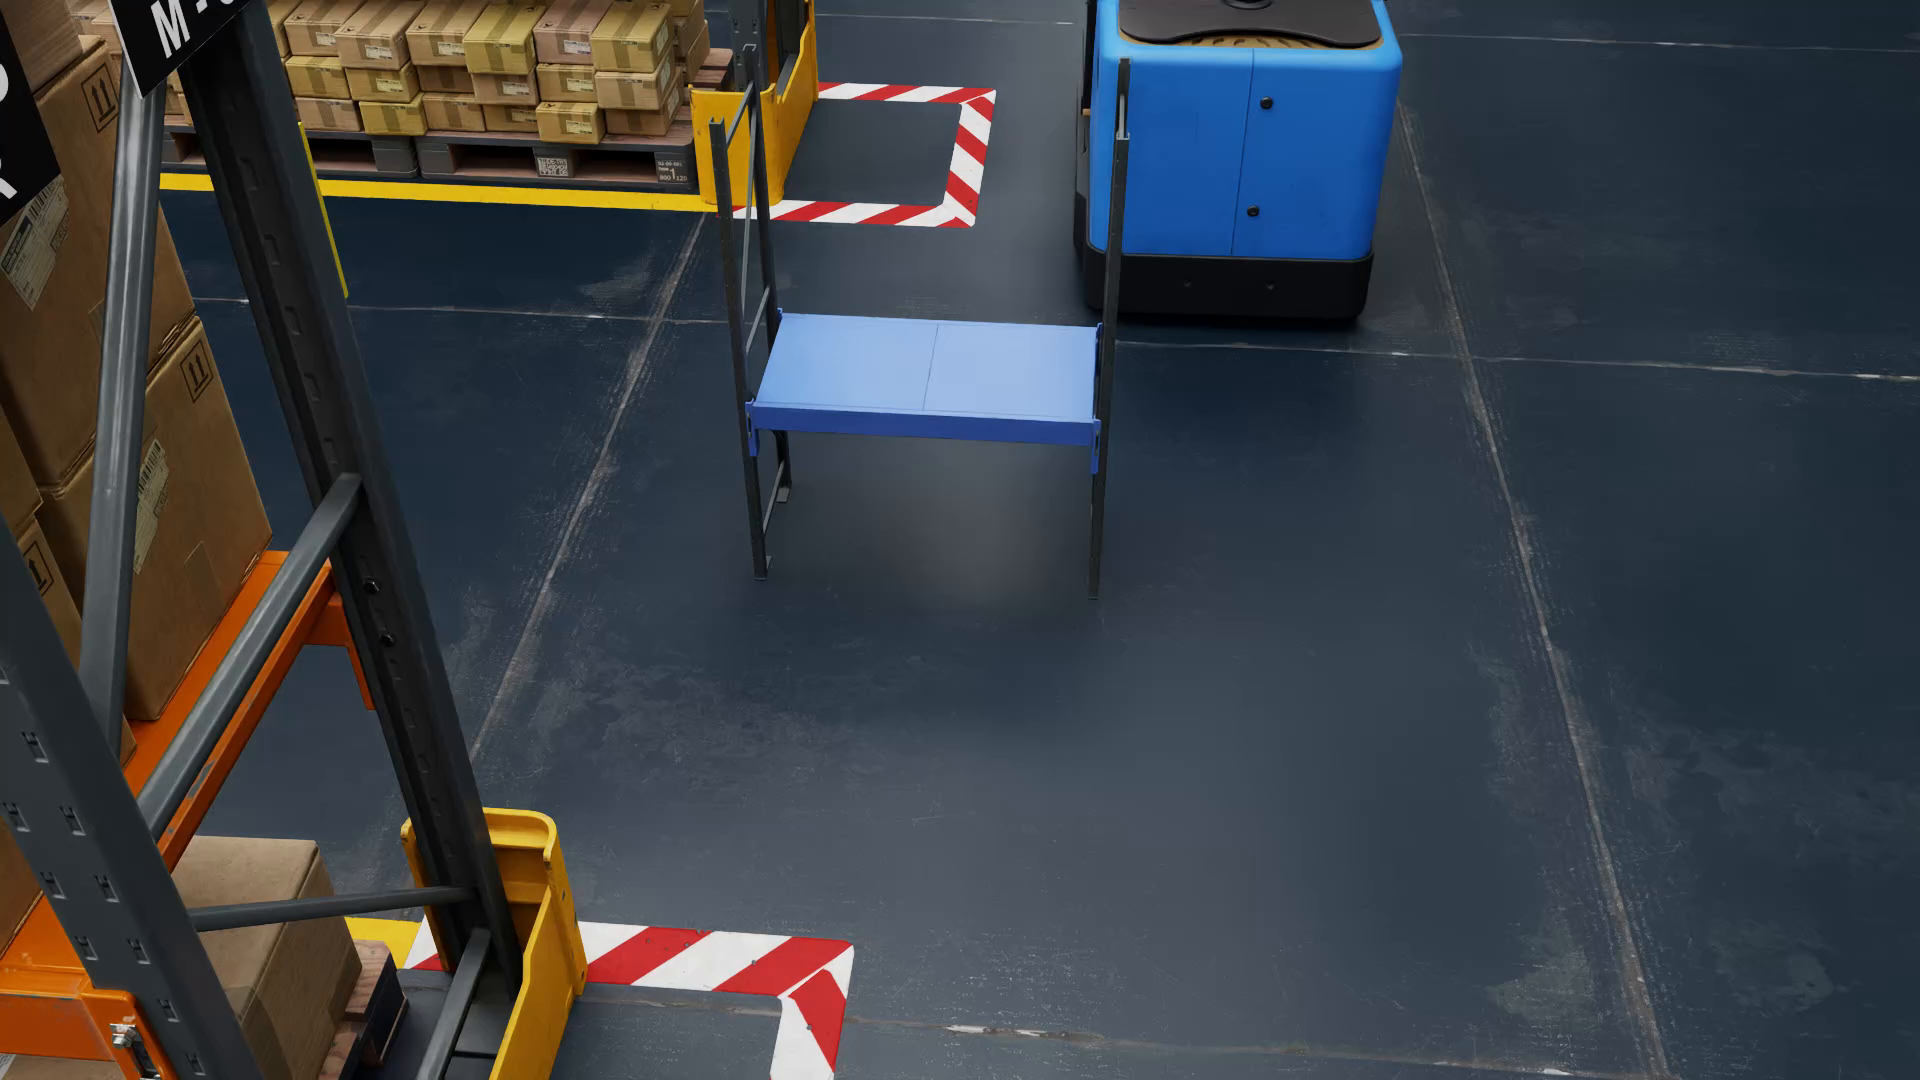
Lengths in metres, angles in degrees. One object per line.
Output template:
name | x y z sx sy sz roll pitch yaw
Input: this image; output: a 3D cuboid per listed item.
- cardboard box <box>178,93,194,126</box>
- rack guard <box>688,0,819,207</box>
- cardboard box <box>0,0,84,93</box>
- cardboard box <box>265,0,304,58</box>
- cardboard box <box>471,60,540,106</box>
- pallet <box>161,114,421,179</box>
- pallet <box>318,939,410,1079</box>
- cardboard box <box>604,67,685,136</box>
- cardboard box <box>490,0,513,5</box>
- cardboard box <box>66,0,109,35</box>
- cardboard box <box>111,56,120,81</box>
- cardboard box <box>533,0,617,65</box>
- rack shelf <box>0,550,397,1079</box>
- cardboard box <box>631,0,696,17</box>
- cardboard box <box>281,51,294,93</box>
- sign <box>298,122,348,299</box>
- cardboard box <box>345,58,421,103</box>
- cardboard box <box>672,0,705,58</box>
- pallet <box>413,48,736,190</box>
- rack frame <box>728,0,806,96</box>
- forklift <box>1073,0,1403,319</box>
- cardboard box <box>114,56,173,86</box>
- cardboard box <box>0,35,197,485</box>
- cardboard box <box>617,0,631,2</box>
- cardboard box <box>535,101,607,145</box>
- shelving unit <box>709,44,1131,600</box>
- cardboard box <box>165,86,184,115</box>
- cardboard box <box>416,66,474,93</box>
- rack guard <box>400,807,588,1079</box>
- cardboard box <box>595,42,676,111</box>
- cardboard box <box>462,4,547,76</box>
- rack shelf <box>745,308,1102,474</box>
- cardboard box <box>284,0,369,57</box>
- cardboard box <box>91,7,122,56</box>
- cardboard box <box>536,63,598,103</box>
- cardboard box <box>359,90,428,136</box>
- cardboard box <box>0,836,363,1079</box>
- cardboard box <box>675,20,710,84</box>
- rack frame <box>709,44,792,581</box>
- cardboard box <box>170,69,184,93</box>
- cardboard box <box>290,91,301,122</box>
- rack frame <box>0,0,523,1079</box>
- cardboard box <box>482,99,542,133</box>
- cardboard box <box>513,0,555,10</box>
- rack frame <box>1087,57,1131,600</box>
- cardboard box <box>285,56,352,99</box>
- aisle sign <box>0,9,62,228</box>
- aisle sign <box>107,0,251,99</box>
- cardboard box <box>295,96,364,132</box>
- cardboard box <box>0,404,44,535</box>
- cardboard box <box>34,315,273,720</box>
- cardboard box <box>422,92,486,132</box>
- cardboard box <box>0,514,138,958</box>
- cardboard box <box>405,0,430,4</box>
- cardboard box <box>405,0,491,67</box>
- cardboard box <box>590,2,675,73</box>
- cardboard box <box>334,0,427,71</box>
cardboard box | -3.158 -1.935 7.177 0.250 0.149 0.380 2 39 3
rack guard | -0.880 -1.962 7.264 0.348 0.500 1.175 3 39 4
cardboard box | -1.460 -0.680 2.324 0.250 0.149 0.380 4 39 5
cardboard box | -2.909 -2.182 7.010 0.250 0.149 0.380 3 39 4
cardboard box | -1.872 -1.976 6.991 0.250 0.149 0.380 2 39 2
pallet | -2.898 -1.984 7.520 1.213 0.211 1.003 3 39 4
pallet | -1.934 1.279 3.512 1.213 0.211 1.003 3 39 4
cardboard box | -1.346 -1.882 7.111 0.250 0.149 0.380 4 39 5
cardboard box | -2.076 -2.452 7.341 0.250 0.149 0.380 1 39 2
cardboard box | -3.676 -2.249 7.091 0.250 0.149 0.380 2 39 3
cardboard box | -3.681 -2.132 7.183 0.250 0.149 0.380 1 39 2
cardboard box | -1.598 -2.134 6.950 0.250 0.149 0.380 4 39 5
rack shelf | -3.123 0.362 2.999 4.000 0.370 1.077 3 39 4
cardboard box | -1.297 -2.457 7.347 0.250 0.149 0.380 1 39 2
cardboard box | -2.920 -2.019 7.045 0.250 0.149 0.380 4 39 4
sign | -1.076 -0.523 2.768 0.005 0.325 0.100 3 39 4
cardboard box | -2.389 -1.996 7.016 0.250 0.149 0.380 4 39 5
cardboard box | -1.304 -2.289 7.377 0.250 0.149 0.380 5 39 6
pallet | -1.686 -1.916 7.437 1.213 0.211 1.003 3 39 4
rack frame | -0.804 -2.927 6.470 0.127 3.000 1.000 3 39 4
forklift | 1.073 -2.866 6.449 1.130 2.935 3.031 2 39 3
cardboard box | -3.409 -2.102 7.146 0.250 0.149 0.380 5 39 6
cardboard box | -1.584 -0.440 2.543 0.500 0.500 0.500 2 39 3
cardboard box | -1.582 -2.396 7.272 0.250 0.149 0.380 4 39 5
cardboard box | -1.611 -1.832 7.050 0.250 0.149 0.380 4 39 5
shelving unit | -0.085 -0.586 4.782 1.048 1.500 0.538 3 39 4
cardboard box | -3.408 -2.010 7.269 0.250 0.149 0.380 2 39 2
cardboard box | -2.131 -2.055 7.089 0.250 0.149 0.380 3 39 3
rack guard | -1.106 1.163 3.426 0.348 0.500 1.175 3 39 4
cardboard box | -1.354 -1.949 6.958 0.250 0.149 0.380 2 39 3
cardboard box | -1.867 -2.068 6.869 0.250 0.149 0.380 2 39 3
rack shelf | -0.085 -0.447 4.896 1.000 0.185 0.538 3 39 4
cardboard box | -2.645 -2.186 7.014 0.250 0.149 0.380 2 39 2
cardboard box | -3.430 -2.183 7.011 0.250 0.149 0.380 4 39 5
cardboard box | -1.610 -1.997 7.017 0.250 0.149 0.380 2 39 3
cardboard box | -2.374 -1.880 7.109 0.250 0.149 0.380 1 39 2
cardboard box | -1.796 1.050 3.281 0.875 0.438 0.875 2 39 2
cardboard box | -1.298 -2.214 7.520 0.250 0.149 0.380 4 39 5
rack frame | -0.591 -0.614 4.816 0.032 1.500 0.500 3 39 4
cardboard box | -3.163 -2.049 7.081 0.250 0.149 0.380 3 39 3
cardboard box | -2.890 -1.969 7.218 0.250 0.149 0.380 4 39 5
rack frame | -1.130 0.192 2.638 0.127 3.000 1.000 3 39 4
cardboard box | -1.867 -1.900 7.134 0.250 0.149 0.380 3 39 4
cardboard box | -1.821 -2.491 7.388 0.250 0.149 0.380 3 39 4
rack frame | 0.421 -0.559 4.748 0.032 1.500 0.500 3 39 4
cardboard box | -2.643 -2.022 7.048 0.250 0.149 0.380 5 39 6
aisle sign | -1.085 -0.618 1.573 0.004 0.787 0.394 3 39 4
aisle sign | -1.034 -0.995 2.037 0.004 0.787 0.394 3 39 4
cardboard box | -2.644 -1.908 7.143 0.250 0.149 0.380 4 39 5
cardboard box | -1.631 -0.111 2.139 0.500 0.500 0.500 4 39 5
cardboard box | -1.584 -0.054 2.861 0.500 0.500 0.500 3 39 3
cardboard box | -2.114 -1.906 7.141 0.250 0.149 0.380 4 39 4
cardboard box | -1.634 0.293 2.434 0.500 0.500 0.500 3 39 4
cardboard box | -2.351 -2.473 7.367 0.250 0.149 0.380 5 39 6
cardboard box | -2.120 -2.122 6.936 0.250 0.149 0.380 2 39 2
cardboard box | -1.353 -2.084 6.889 0.250 0.149 0.380 4 39 4
cardboard box | -2.392 -2.102 6.911 0.250 0.149 0.380 5 39 6
